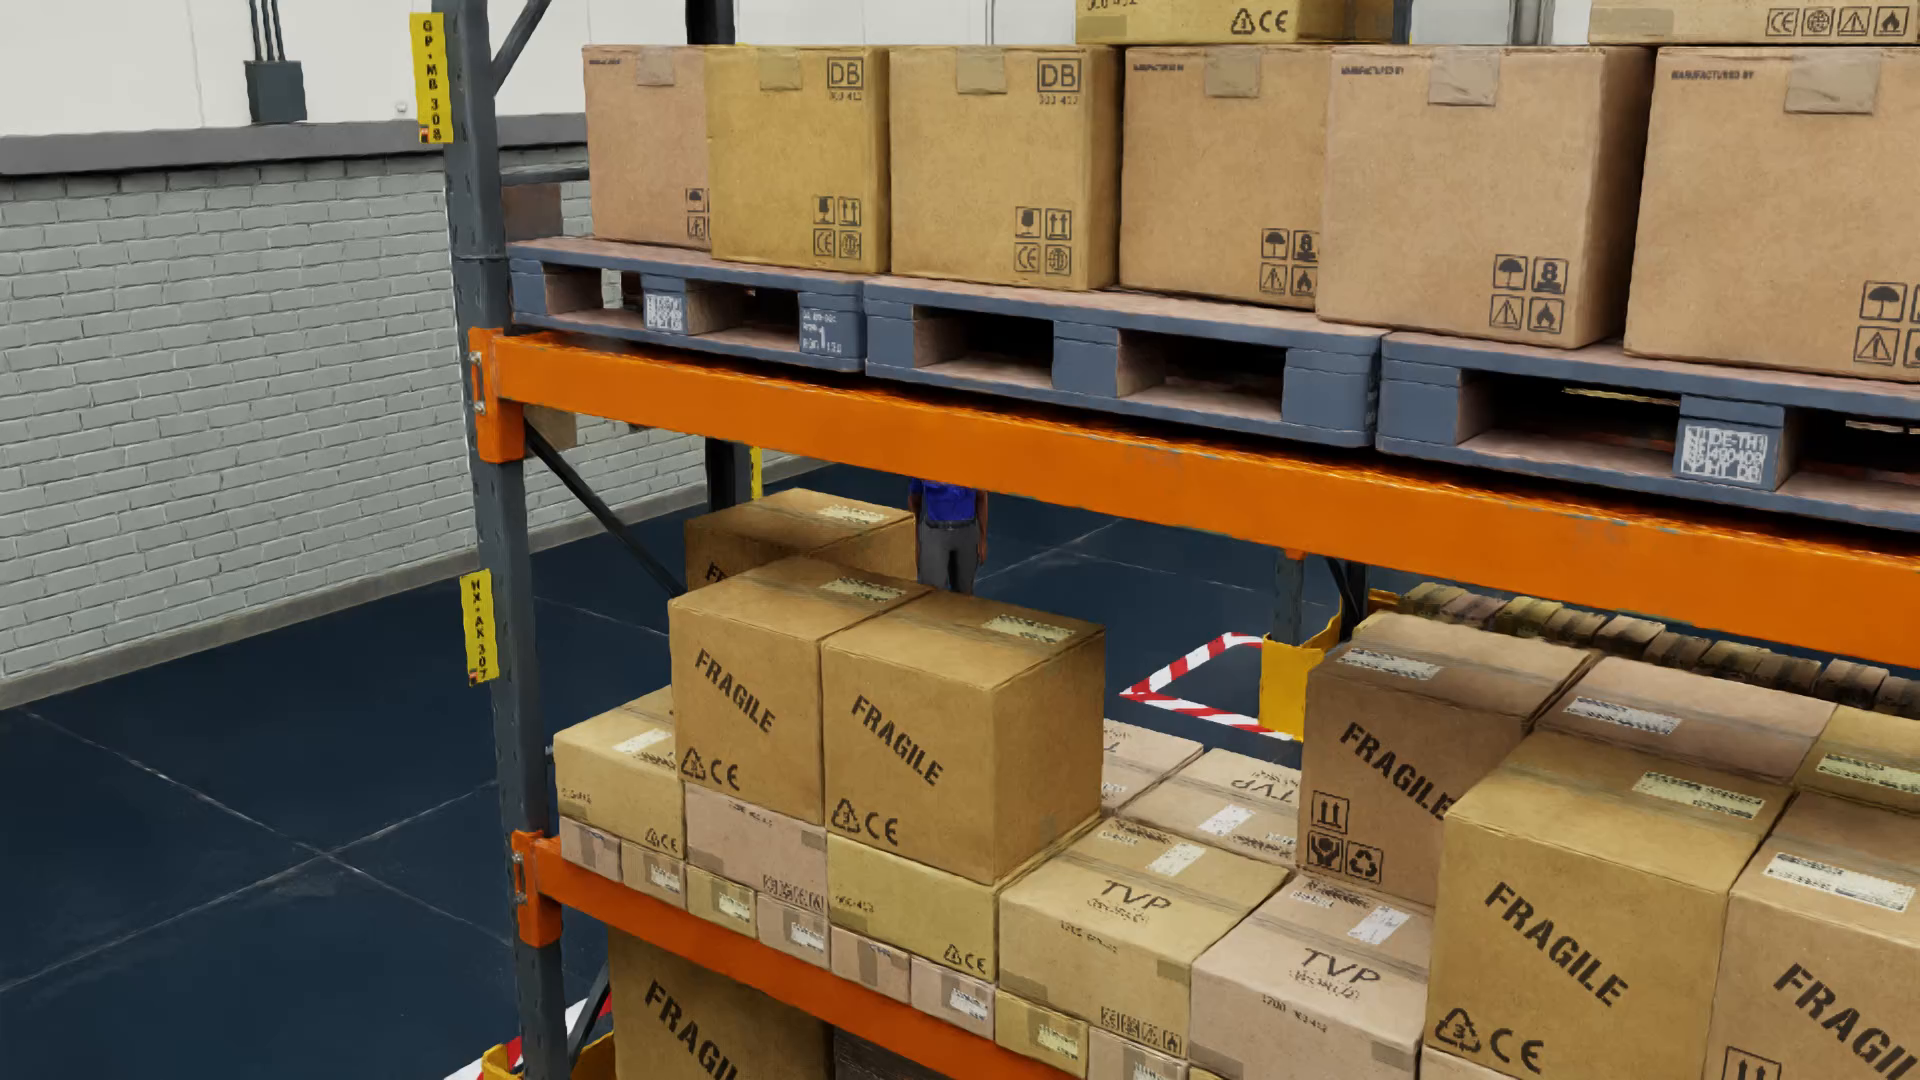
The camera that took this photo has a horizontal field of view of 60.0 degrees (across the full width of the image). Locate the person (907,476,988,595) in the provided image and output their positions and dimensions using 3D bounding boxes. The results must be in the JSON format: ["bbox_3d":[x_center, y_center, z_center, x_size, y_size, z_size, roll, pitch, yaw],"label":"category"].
[{"bbox_3d":[-0.063,0.002,9.540,0.465,1.657,0.551,-4,17,-14],"label":"person"}]
